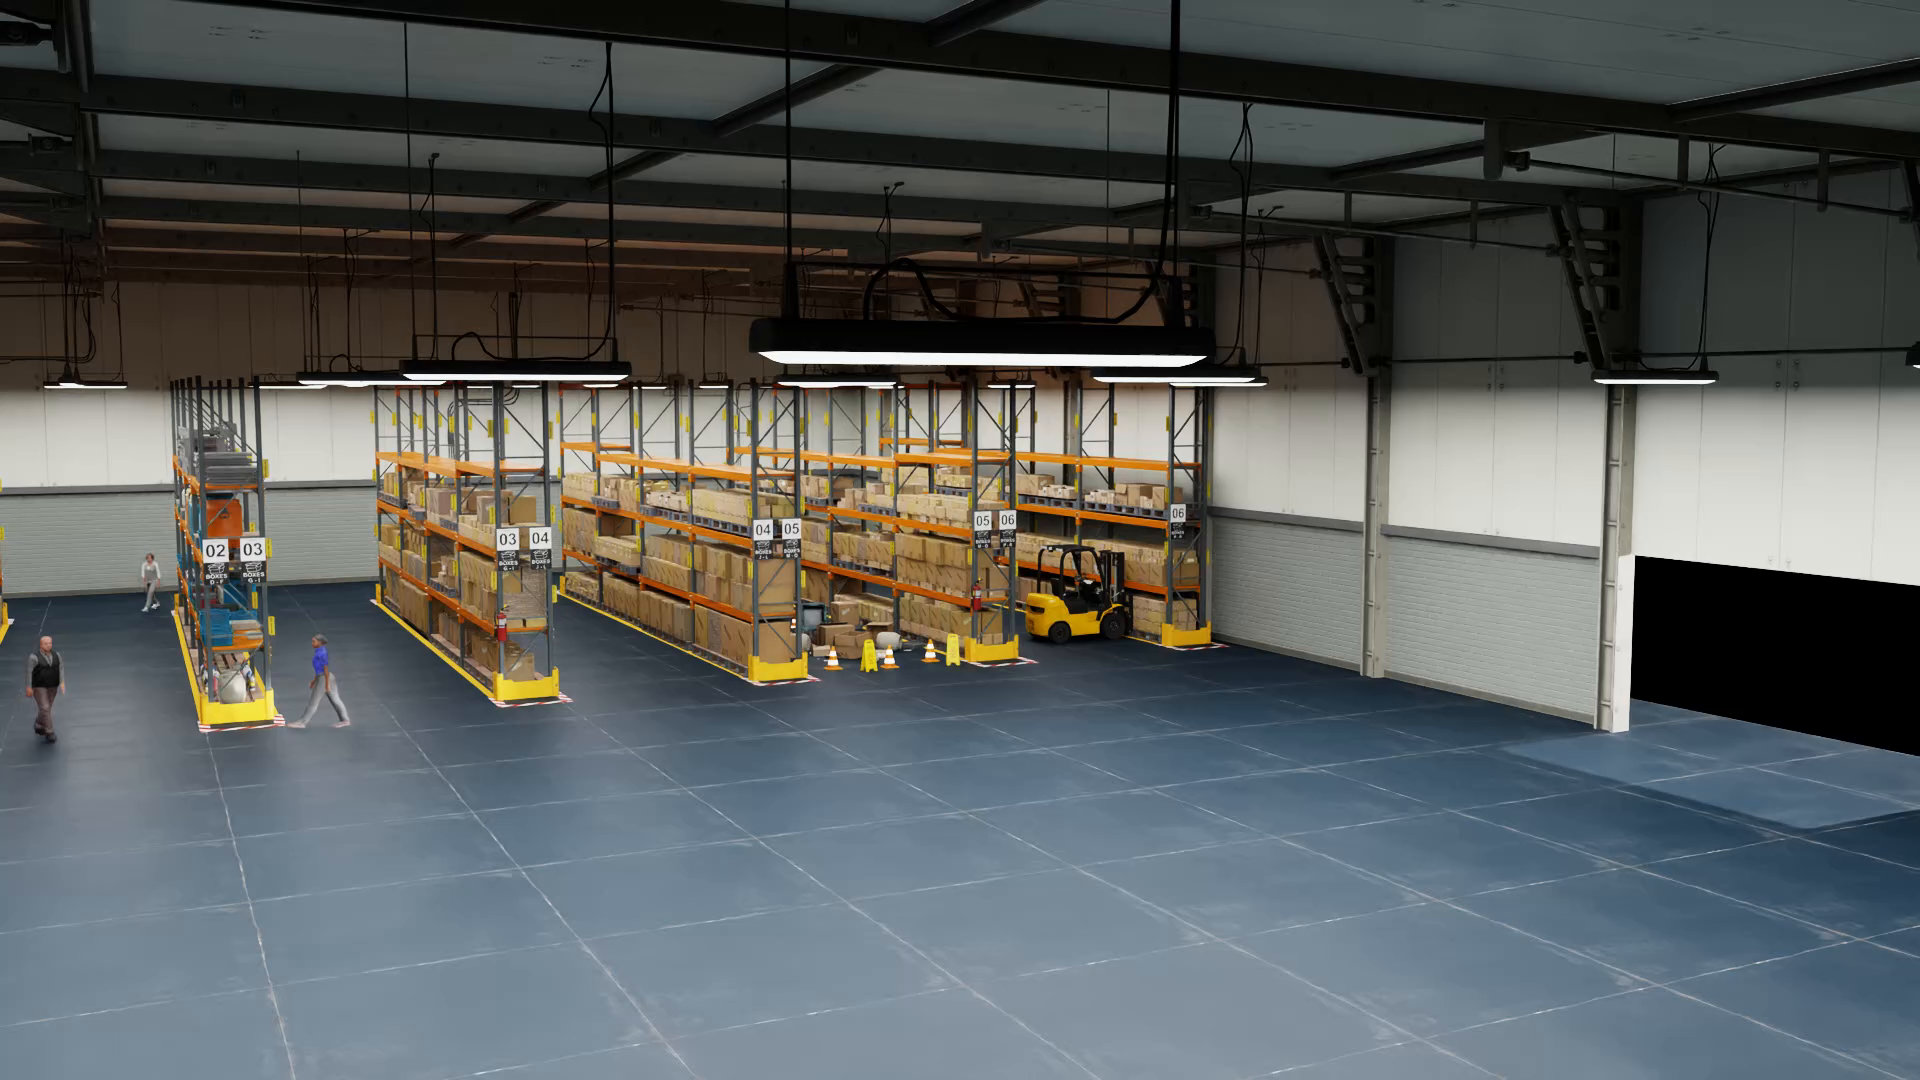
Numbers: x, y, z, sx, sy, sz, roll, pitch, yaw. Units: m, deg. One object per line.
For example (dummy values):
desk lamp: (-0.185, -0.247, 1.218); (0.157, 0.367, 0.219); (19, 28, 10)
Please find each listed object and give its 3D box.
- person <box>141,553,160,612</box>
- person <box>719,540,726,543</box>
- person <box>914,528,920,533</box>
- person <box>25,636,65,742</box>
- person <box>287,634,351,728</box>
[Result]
person: (-21.143, 1.097, 43.410); (0.395, 1.505, 1.042); (0, 5, -2)
person: (-6.598, 0.700, 46.390); (0.521, 1.782, 0.590); (4, 7, 40)
person: (-1.175, 0.537, 45.966); (0.580, 1.706, 0.500); (-4, 6, -36)
person: (-15.051, 2.422, 27.422); (0.942, 1.673, 0.562); (2, 6, 26)
person: (-10.873, 2.393, 28.173); (0.975, 1.608, 0.484); (-1, 5, -8)
